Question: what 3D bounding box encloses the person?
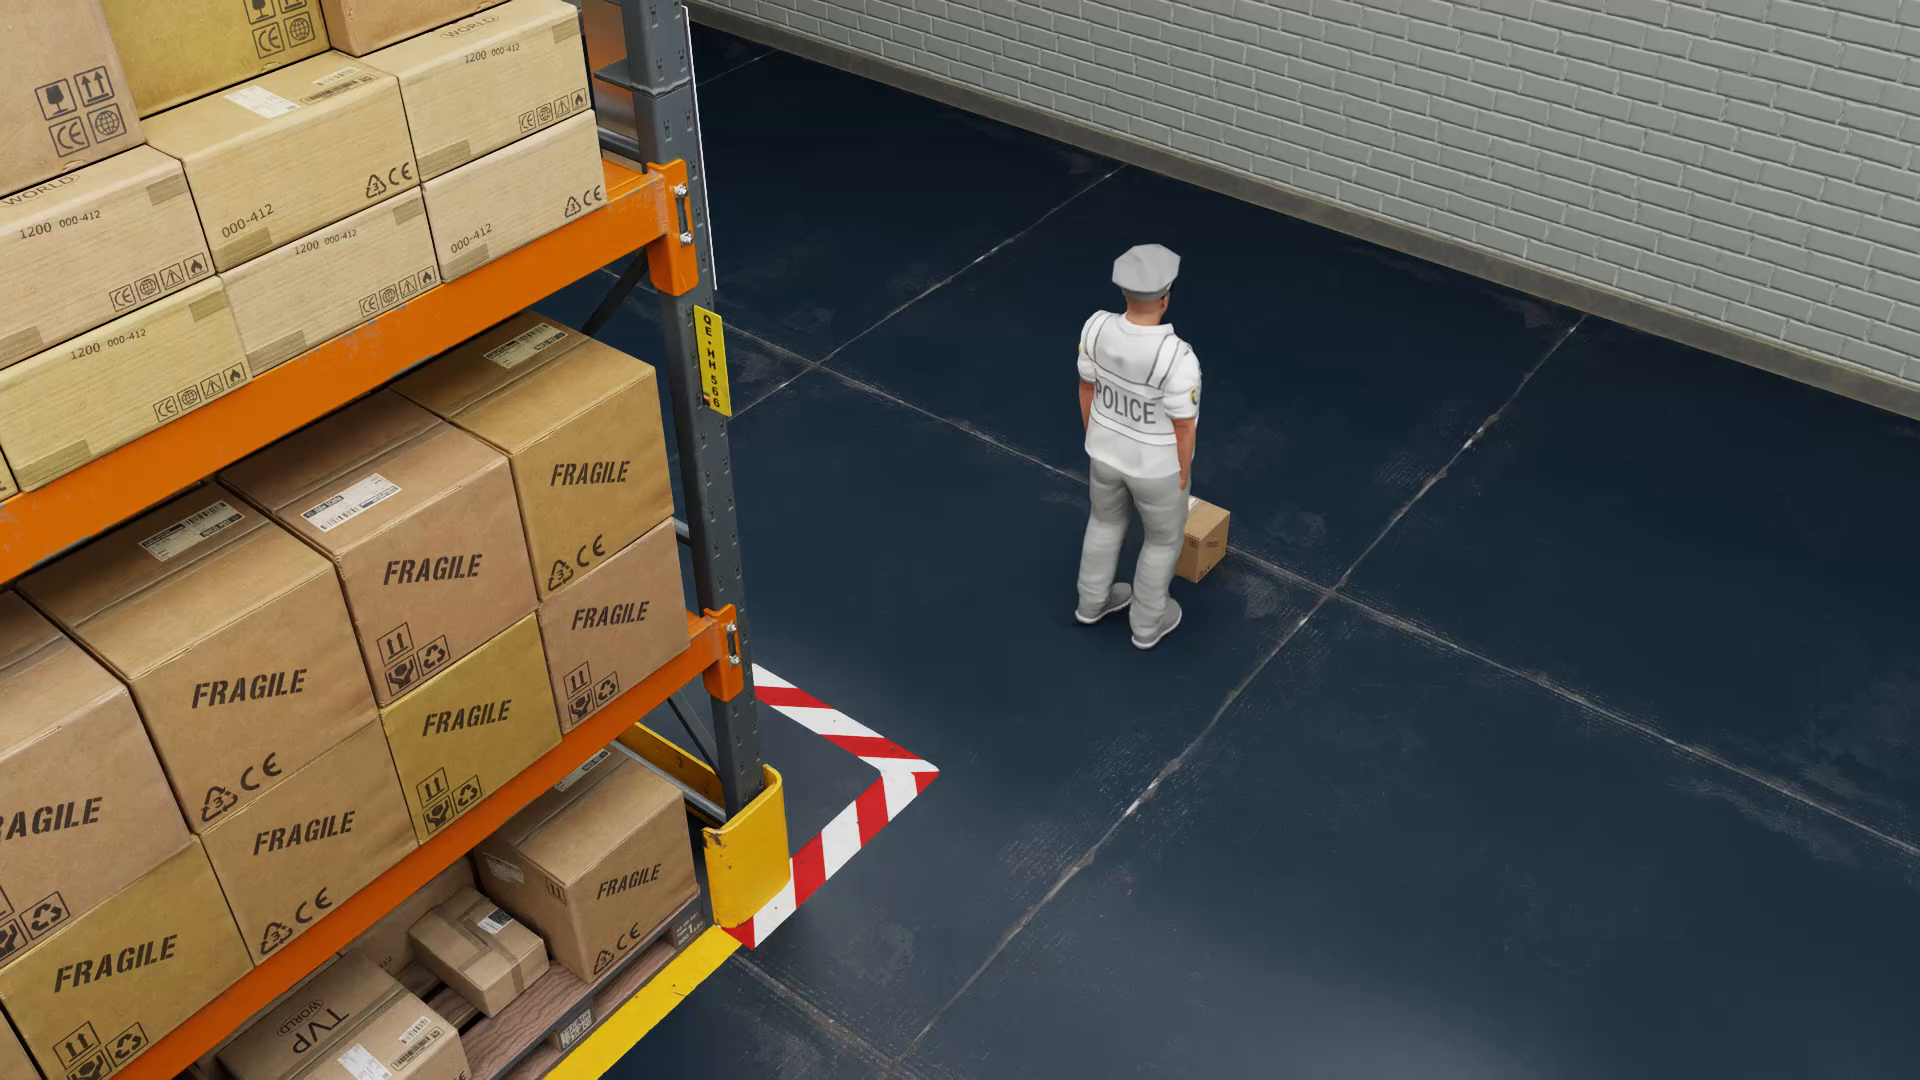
[{"bbox_3d":[0.708,-0.356,6.595,0.526,1.765,0.393,27,46,29],"label":"person"}]
